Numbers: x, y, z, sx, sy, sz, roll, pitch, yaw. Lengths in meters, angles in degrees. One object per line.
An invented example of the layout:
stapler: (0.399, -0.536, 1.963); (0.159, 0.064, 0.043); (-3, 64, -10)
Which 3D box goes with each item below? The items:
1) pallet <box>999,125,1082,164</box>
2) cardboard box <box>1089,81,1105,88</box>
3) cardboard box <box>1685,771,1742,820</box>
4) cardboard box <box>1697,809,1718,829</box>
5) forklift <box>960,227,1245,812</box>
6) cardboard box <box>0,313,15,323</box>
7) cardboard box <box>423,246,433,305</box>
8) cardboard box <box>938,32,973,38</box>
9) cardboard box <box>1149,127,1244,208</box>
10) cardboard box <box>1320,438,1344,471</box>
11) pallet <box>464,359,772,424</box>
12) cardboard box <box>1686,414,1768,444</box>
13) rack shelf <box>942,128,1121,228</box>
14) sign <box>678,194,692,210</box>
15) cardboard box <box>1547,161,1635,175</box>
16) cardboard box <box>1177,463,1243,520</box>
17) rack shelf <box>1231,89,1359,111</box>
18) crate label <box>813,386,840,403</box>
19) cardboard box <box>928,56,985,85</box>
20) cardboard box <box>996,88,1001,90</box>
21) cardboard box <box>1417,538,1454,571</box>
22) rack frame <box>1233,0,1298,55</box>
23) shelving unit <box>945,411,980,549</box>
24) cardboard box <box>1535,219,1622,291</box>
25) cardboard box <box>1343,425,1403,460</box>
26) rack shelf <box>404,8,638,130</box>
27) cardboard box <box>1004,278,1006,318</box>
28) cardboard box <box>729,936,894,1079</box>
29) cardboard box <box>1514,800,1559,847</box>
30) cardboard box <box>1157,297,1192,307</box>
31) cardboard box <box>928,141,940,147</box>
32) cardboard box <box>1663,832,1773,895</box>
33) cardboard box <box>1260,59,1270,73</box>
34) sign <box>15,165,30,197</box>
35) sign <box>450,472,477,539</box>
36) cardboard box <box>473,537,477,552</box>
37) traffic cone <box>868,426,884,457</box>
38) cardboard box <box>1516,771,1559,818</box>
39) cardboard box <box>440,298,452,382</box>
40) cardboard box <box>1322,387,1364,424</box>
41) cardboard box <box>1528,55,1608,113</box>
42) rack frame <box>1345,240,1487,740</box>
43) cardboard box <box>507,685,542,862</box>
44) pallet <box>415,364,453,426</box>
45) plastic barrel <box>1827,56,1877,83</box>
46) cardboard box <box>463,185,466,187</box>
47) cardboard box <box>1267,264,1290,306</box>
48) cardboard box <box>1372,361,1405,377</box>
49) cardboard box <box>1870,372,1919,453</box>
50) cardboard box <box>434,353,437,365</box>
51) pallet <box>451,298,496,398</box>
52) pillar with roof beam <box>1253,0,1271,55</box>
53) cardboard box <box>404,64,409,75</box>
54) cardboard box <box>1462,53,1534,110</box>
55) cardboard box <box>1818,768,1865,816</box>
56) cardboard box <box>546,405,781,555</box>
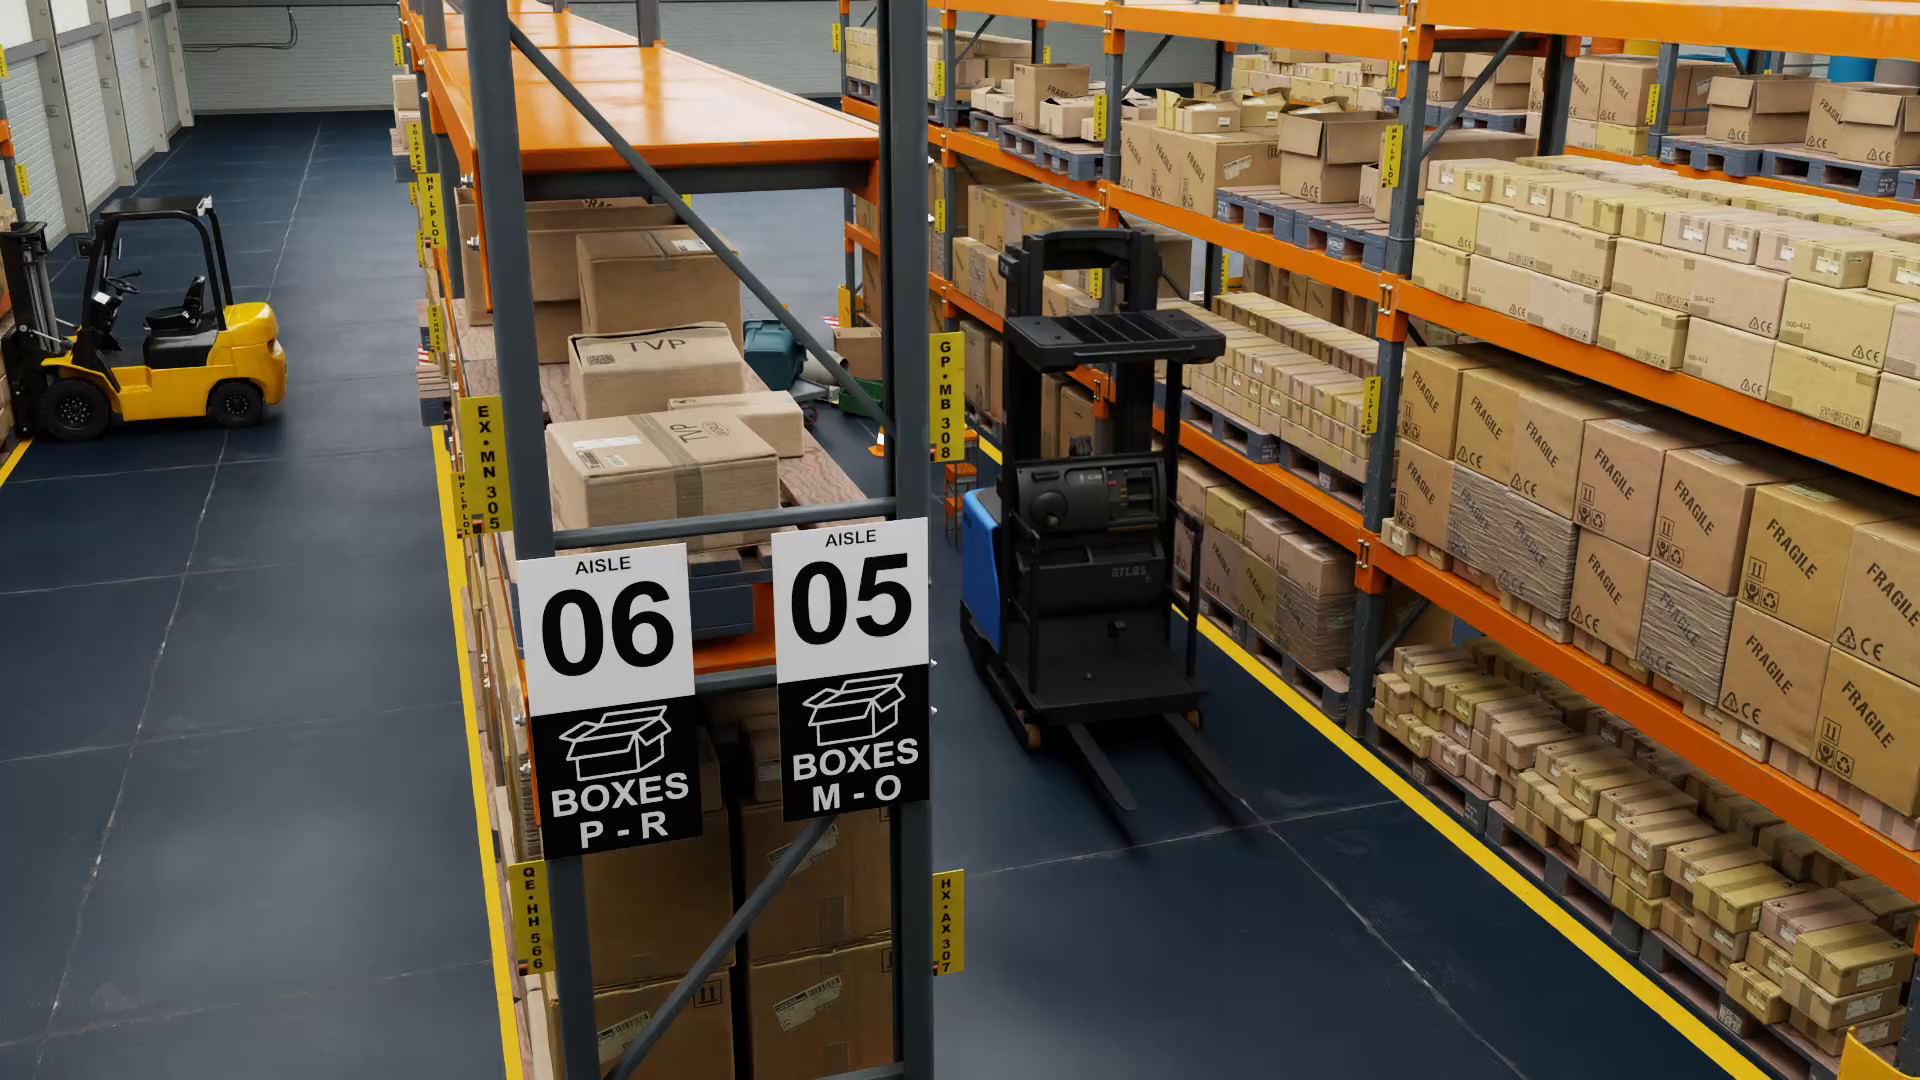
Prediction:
pallet: (0.980, -3.441, 14.402); (1.003, 0.211, 1.213); (-5, 20, -15)
cardboard box: (1.089, -3.918, 14.812); (0.500, 0.311, 0.500); (-7, 21, -19)
cardboard box: (3.827, 1.248, 8.221); (0.380, 0.149, 0.250); (-6, 21, -16)
cardboard box: (3.711, 1.402, 8.231); (0.380, 0.149, 0.250); (-5, 20, -14)
forklift: (0.847, -0.264, 9.817); (1.130, 2.935, 3.031); (-5, 20, -13)
cardboard box: (-9.699, -2.136, 16.892); (0.500, 0.250, 0.500); (-6, 21, -16)
cardboard box: (-4.162, -2.167, 13.804); (0.500, 0.500, 0.500); (-7, 21, -18)
cardboard box: (-0.020, -5.478, 18.216); (0.380, 0.149, 0.250); (-6, 21, -17)
cardboard box: (1.678, -2.647, 11.762); (0.500, 0.500, 0.500); (-6, 21, -17)
cardboard box: (2.449, -0.544, 10.245); (0.380, 0.149, 0.250); (-6, 21, -17)
pallet: (-1.196, -0.432, 5.877); (1.003, 0.211, 1.213); (-6, 21, -17)
cardboard box: (3.742, -0.315, 7.790); (0.500, 0.500, 0.500); (-7, 21, -19)
rack shelf: (0.958, -3.274, 14.721); (1.077, 0.370, 4.000); (-6, 21, -17)
sign: (-1.297, -1.469, 7.749); (0.100, 0.325, 0.005); (-6, 21, -17)
cardboard box: (3.295, -1.884, 8.680); (0.380, 0.149, 0.250); (-6, 21, -16)
cardboard box: (1.877, -0.363, 11.958); (0.500, 0.250, 0.500); (-6, 21, -17)
rack shelf: (4.441, -5.052, 19.672); (1.077, 0.370, 4.000); (-6, 21, -17)
crate label: (-1.402, -1.540, 17.501); (0.250, 0.136, 0.298); (12, 23, 30)
cardboard box: (-0.069, -4.699, 16.637); (0.500, 0.250, 0.500); (-7, 21, -18)
cardboard box: (0.538, -4.534, 16.767); (0.380, 0.149, 0.250); (-7, 21, -18)
cardboard box: (2.774, 0.044, 9.230); (0.380, 0.149, 0.250); (-6, 21, -16)
rack frame: (3.813, -7.444, 20.830); (1.000, 3.000, 0.127); (-6, 21, -17)
shelving unit: (0.017, -0.477, 13.191); (0.215, 1.050, 0.252); (-6, 21, -17)
cardboard box: (3.065, -1.349, 7.778); (0.500, 0.250, 0.500); (-6, 21, -16)
cardboard box: (2.532, -0.601, 9.964); (0.380, 0.149, 0.250); (-6, 21, -16)
rack shelf: (-2.452, -2.655, 9.153); (1.077, 0.370, 4.000); (-6, 21, -17)
cardboard box: (0.713, -2.207, 14.975); (0.500, 0.500, 0.500); (-6, 21, -16)
cardboard box: (-0.444, 1.335, 5.114); (0.500, 0.500, 0.500); (-7, 21, -18)
cardboard box: (3.100, 1.432, 8.589); (0.380, 0.149, 0.250); (-7, 21, -19)
cardboard box: (1.550, -1.748, 12.716); (0.380, 0.149, 0.250); (-6, 21, -17)
cardboard box: (-0.540, -4.221, 18.912); (0.875, 0.550, 0.550); (-6, 21, -17)
cardboard box: (3.447, 1.483, 7.566); (0.380, 0.149, 0.250); (-7, 21, -19)
cardboard box: (3.884, -5.780, 20.266); (0.380, 0.149, 0.250); (-6, 20, -15)
sign: (-9.786, -3.749, 17.353); (0.100, 0.325, 0.005); (-6, 21, -17)
sign: (-2.335, -0.164, 7.840); (0.100, 0.325, 0.005); (-6, 21, -17)
cardboard box: (-2.357, -0.157, 8.898); (0.500, 0.250, 0.500); (-6, 21, -16)
traffic cone: (-0.682, -1.058, 15.677); (0.336, 0.463, 0.334); (-6, 21, -17)
cardboard box: (3.095, 1.290, 8.542); (0.380, 0.149, 0.250); (-7, 21, -18)
cardboard box: (-3.158, -1.334, 11.066); (0.500, 0.500, 0.500); (-7, 21, -19)
cardboard box: (2.447, -0.829, 10.157); (0.380, 0.149, 0.250); (-7, 21, -19)
cardboard box: (5.627, -4.198, 15.342); (0.500, 0.500, 0.500); (-6, 21, -16)
rack frame: (2.844, -0.275, 9.746); (1.000, 3.000, 0.127); (-6, 21, -17)
cardboard box: (-1.136, 0.755, 5.250); (0.500, 0.500, 0.500); (-6, 21, -17)
pallet: (-3.406, -1.128, 12.403); (1.213, 0.211, 1.003); (-6, 21, -17)
plastic barrel: (10.138, -5.371, 18.753); (0.600, 0.901, 0.708); (-6, 21, -17)
cardboard box: (-3.379, -2.373, 11.520); (0.380, 0.149, 0.250); (-6, 21, -17)
cardboard box: (4.214, -3.252, 21.109); (0.500, 0.500, 0.500); (-1, 20, -3)
cardboard box: (2.909, -1.062, 10.806); (0.380, 0.149, 0.250); (-7, 21, -18)
cardboard box: (3.707, -0.451, 6.018); (0.500, 0.250, 0.500); (-7, 21, -18)
cardboard box: (-5.101, -2.029, 16.964); (0.500, 0.500, 0.500); (-5, 20, -14)
pallet: (-1.576, -0.823, 6.965); (1.003, 0.211, 1.213); (-6, 21, -17)
pillar with roof beam: (5.445, -18.060, 50.386); (9.100, 9.000, 0.400); (-6, 21, -17)
cardboard box: (-5.554, -4.846, 17.227); (0.380, 0.149, 0.250); (-6, 21, -17)
cardboard box: (5.421, -4.532, 16.384); (0.797, 0.503, 0.637); (-6, 20, -15)
cardboard box: (3.688, 0.968, 6.655); (0.380, 0.149, 0.250); (-6, 21, -17)
cardboard box: (-0.793, -0.154, 4.423); (0.500, 0.250, 0.500); (-8, 21, -22)
